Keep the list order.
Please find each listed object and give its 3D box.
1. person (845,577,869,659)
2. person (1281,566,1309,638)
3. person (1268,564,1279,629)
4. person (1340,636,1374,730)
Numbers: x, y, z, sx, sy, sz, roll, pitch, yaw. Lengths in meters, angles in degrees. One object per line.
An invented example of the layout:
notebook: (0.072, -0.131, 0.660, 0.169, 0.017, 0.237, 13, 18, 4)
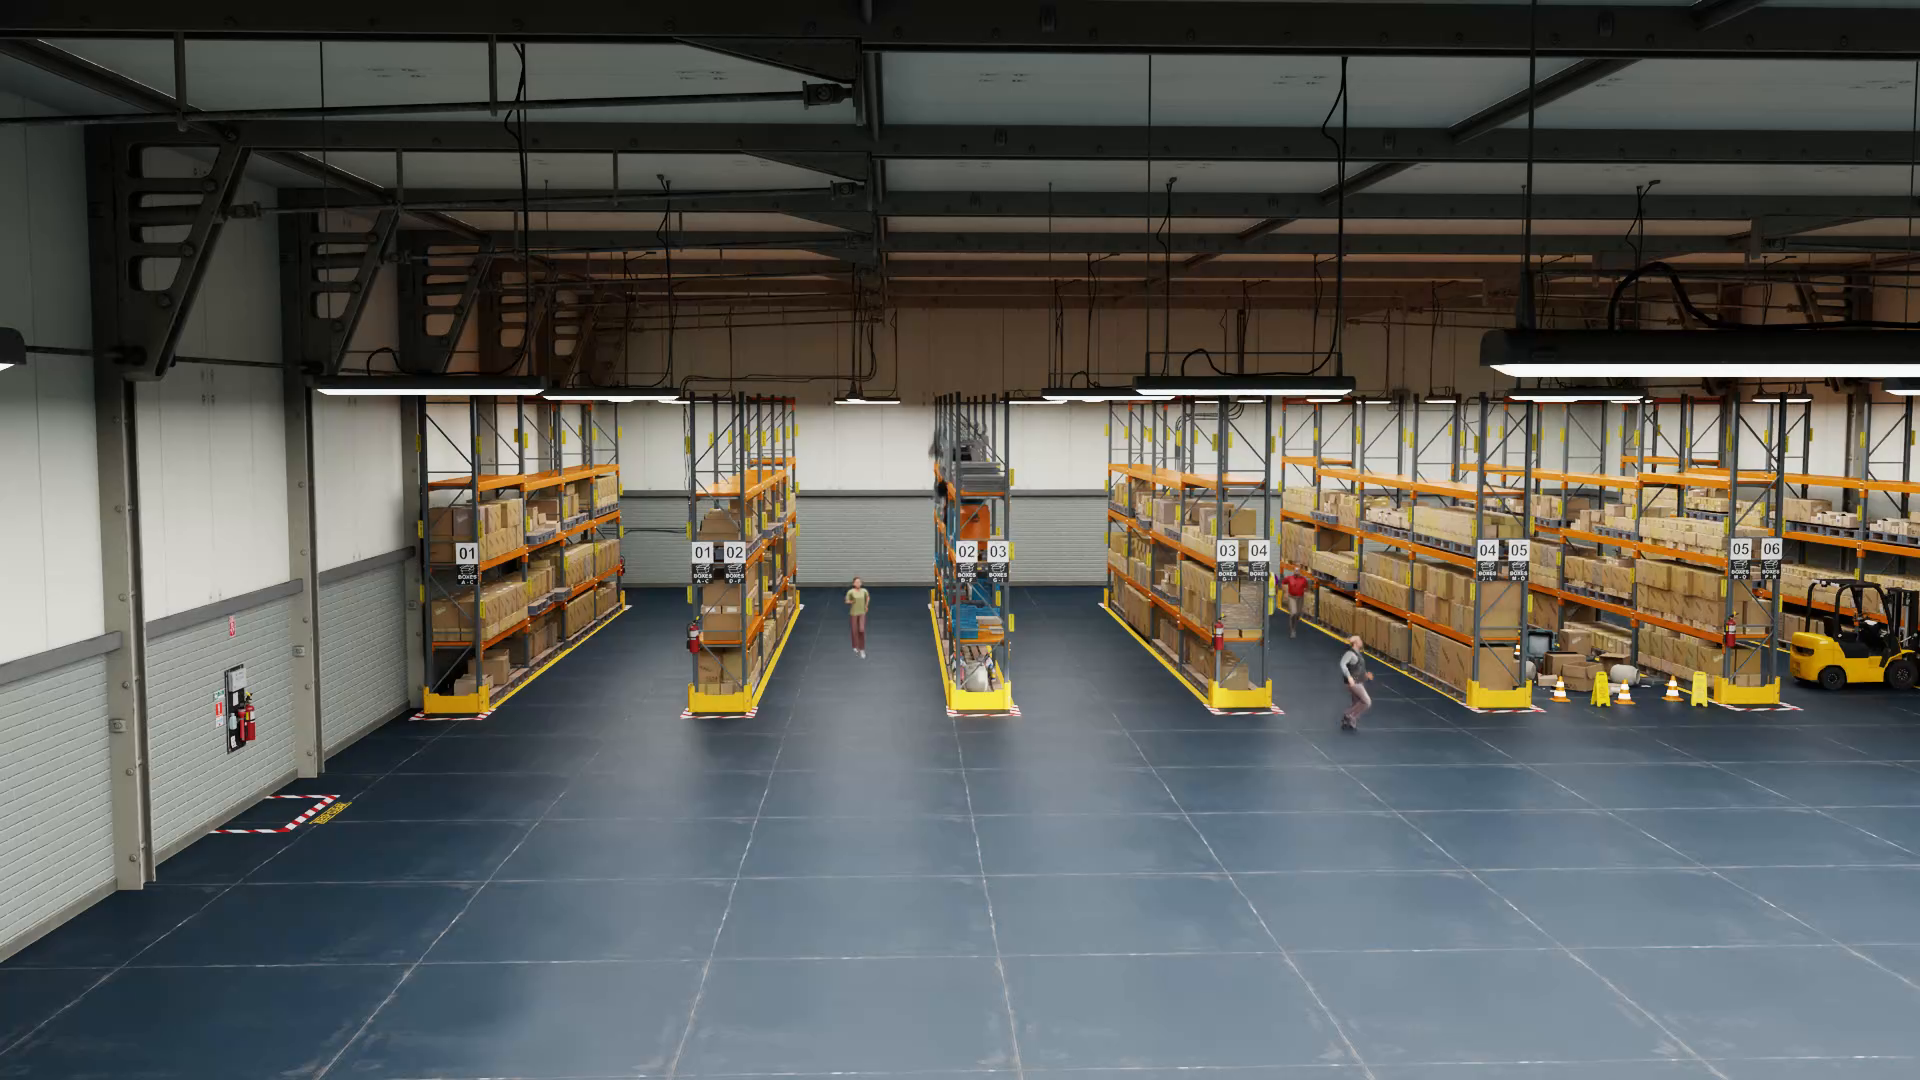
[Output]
person: (-2.241, 1.688, 36.488, 0.559, 1.766, 0.673, -1, 5, -11)
person: (8.386, 1.552, 41.522, 0.640, 1.802, 0.806, -1, 5, -8)
person: (7.922, 1.430, 42.877, 0.696, 1.718, 0.605, -1, 5, -8)
person: (6.997, 2.529, 29.339, 0.572, 1.683, 0.653, 2, 5, 25)
